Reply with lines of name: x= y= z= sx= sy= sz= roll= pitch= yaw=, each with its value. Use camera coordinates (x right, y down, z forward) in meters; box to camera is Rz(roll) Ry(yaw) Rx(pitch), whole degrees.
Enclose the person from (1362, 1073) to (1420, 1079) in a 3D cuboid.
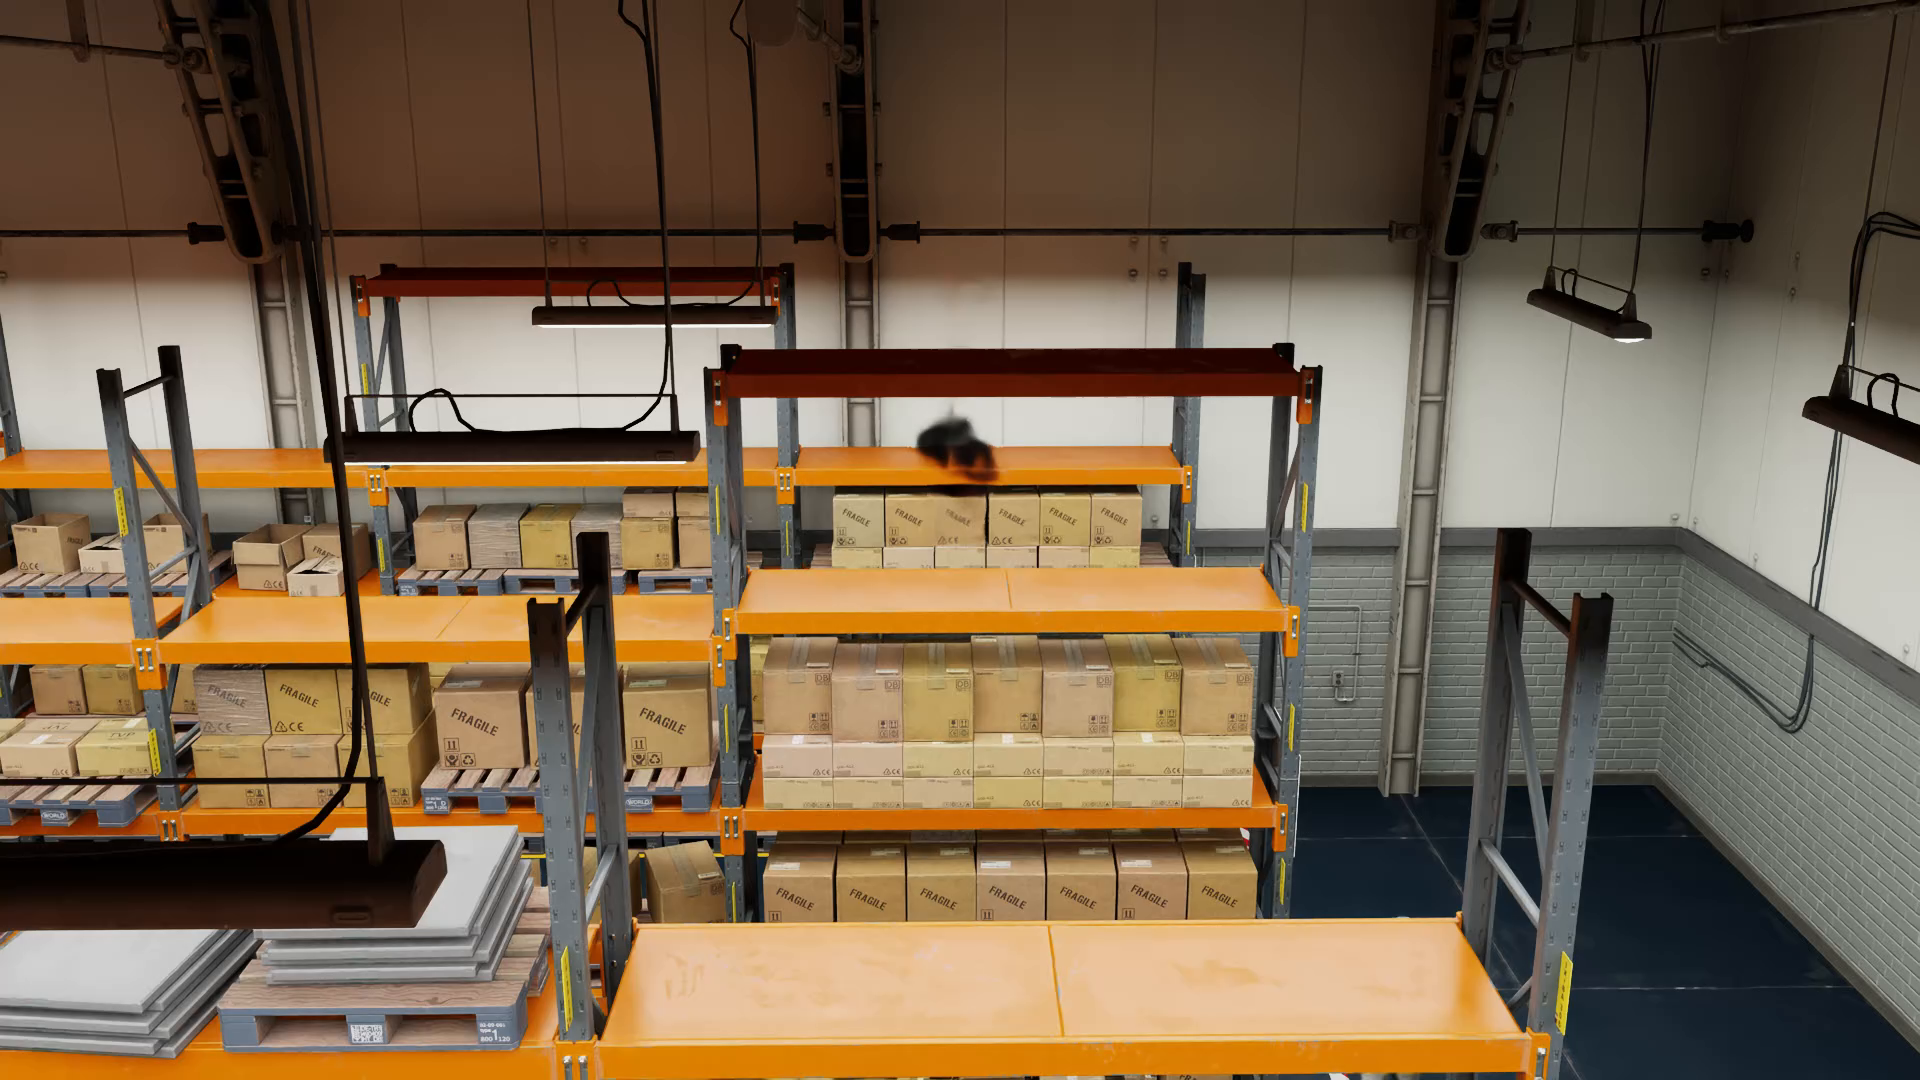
person: x=3.206 y=3.794 z=12.409 sx=0.656 sy=1.829 sz=0.750 roll=10 pitch=19 yaw=31
